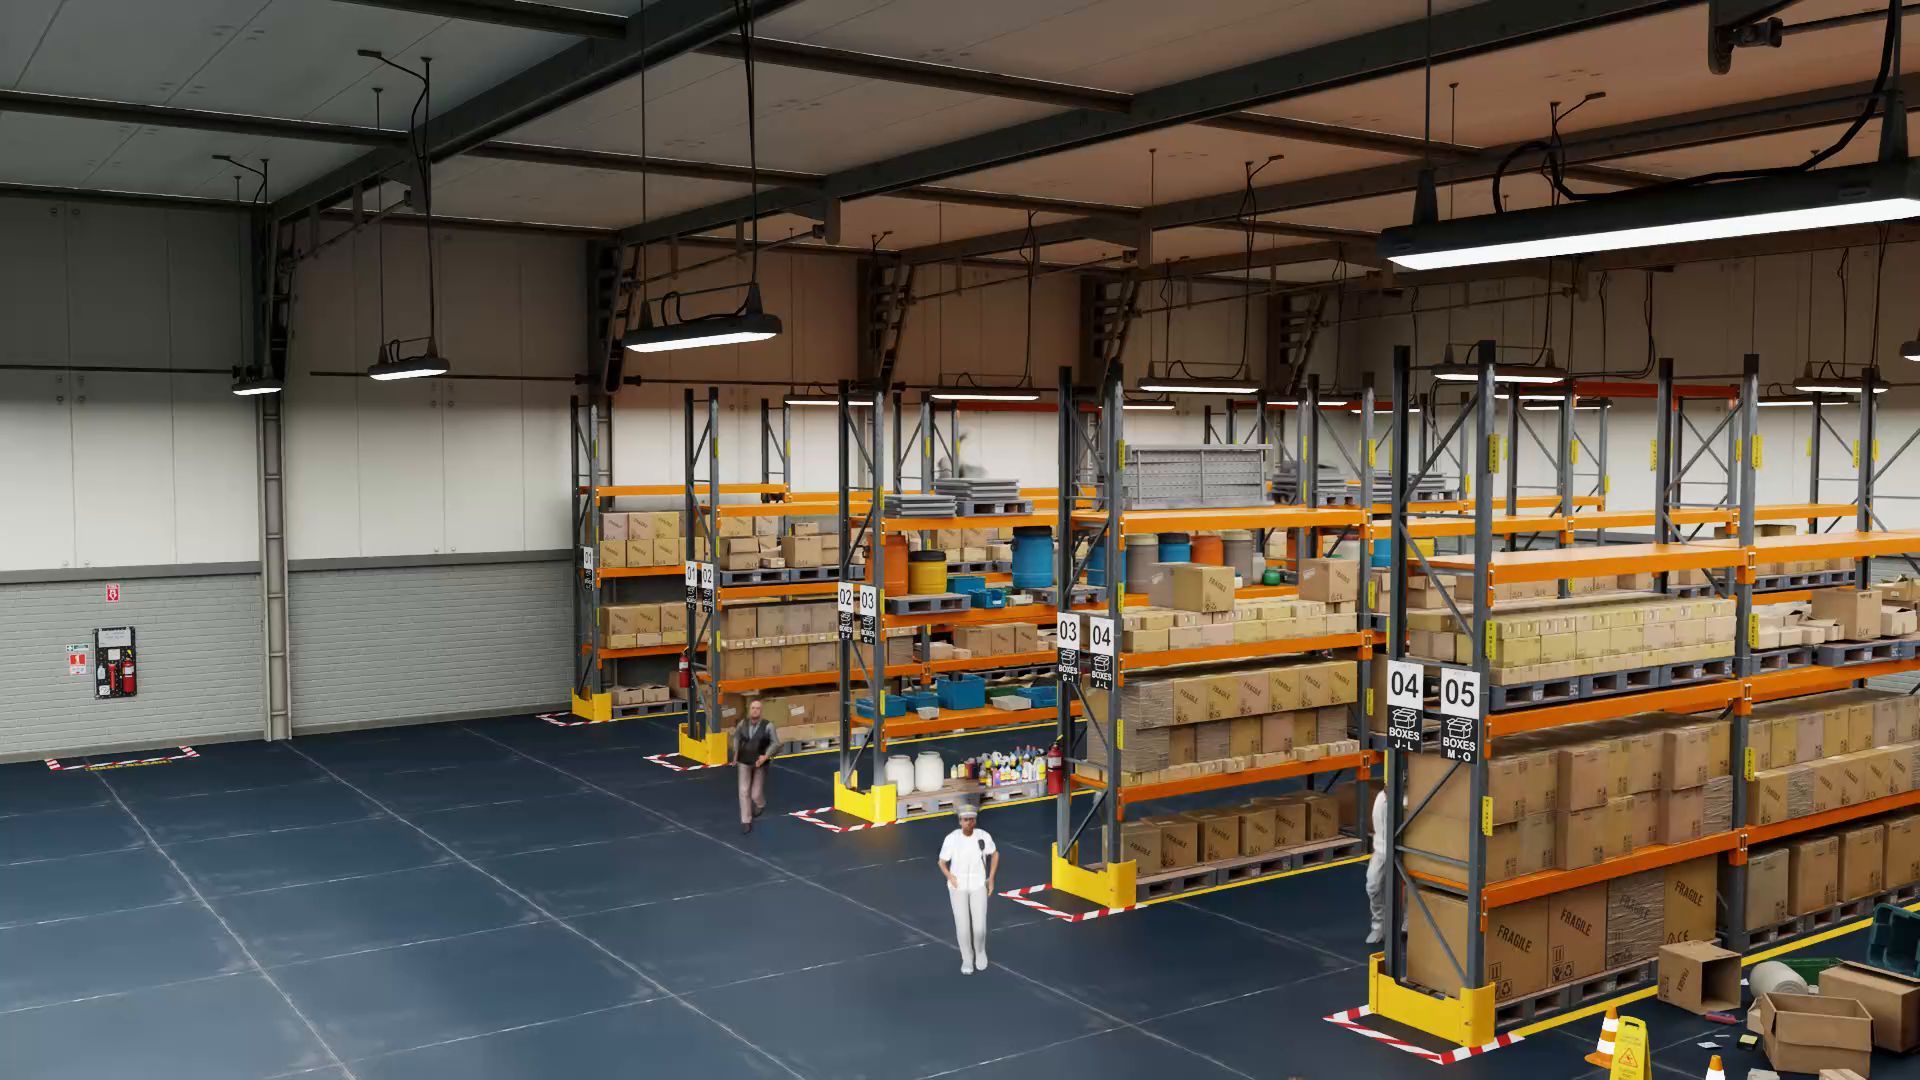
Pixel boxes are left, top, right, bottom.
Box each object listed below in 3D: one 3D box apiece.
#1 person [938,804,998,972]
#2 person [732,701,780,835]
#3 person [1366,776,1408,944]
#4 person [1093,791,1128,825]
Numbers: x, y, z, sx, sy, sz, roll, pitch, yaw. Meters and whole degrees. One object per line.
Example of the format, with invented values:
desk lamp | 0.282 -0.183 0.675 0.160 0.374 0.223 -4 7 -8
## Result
person | 0.080 3.363 16.028 0.584 1.664 0.581 0 3 1
person | -2.730 2.994 22.152 0.671 1.707 0.860 0 3 4
person | 4.471 3.257 17.110 0.662 1.840 0.778 3 5 45
person | 1.942 3.061 21.141 0.536 1.626 0.702 3 4 39
